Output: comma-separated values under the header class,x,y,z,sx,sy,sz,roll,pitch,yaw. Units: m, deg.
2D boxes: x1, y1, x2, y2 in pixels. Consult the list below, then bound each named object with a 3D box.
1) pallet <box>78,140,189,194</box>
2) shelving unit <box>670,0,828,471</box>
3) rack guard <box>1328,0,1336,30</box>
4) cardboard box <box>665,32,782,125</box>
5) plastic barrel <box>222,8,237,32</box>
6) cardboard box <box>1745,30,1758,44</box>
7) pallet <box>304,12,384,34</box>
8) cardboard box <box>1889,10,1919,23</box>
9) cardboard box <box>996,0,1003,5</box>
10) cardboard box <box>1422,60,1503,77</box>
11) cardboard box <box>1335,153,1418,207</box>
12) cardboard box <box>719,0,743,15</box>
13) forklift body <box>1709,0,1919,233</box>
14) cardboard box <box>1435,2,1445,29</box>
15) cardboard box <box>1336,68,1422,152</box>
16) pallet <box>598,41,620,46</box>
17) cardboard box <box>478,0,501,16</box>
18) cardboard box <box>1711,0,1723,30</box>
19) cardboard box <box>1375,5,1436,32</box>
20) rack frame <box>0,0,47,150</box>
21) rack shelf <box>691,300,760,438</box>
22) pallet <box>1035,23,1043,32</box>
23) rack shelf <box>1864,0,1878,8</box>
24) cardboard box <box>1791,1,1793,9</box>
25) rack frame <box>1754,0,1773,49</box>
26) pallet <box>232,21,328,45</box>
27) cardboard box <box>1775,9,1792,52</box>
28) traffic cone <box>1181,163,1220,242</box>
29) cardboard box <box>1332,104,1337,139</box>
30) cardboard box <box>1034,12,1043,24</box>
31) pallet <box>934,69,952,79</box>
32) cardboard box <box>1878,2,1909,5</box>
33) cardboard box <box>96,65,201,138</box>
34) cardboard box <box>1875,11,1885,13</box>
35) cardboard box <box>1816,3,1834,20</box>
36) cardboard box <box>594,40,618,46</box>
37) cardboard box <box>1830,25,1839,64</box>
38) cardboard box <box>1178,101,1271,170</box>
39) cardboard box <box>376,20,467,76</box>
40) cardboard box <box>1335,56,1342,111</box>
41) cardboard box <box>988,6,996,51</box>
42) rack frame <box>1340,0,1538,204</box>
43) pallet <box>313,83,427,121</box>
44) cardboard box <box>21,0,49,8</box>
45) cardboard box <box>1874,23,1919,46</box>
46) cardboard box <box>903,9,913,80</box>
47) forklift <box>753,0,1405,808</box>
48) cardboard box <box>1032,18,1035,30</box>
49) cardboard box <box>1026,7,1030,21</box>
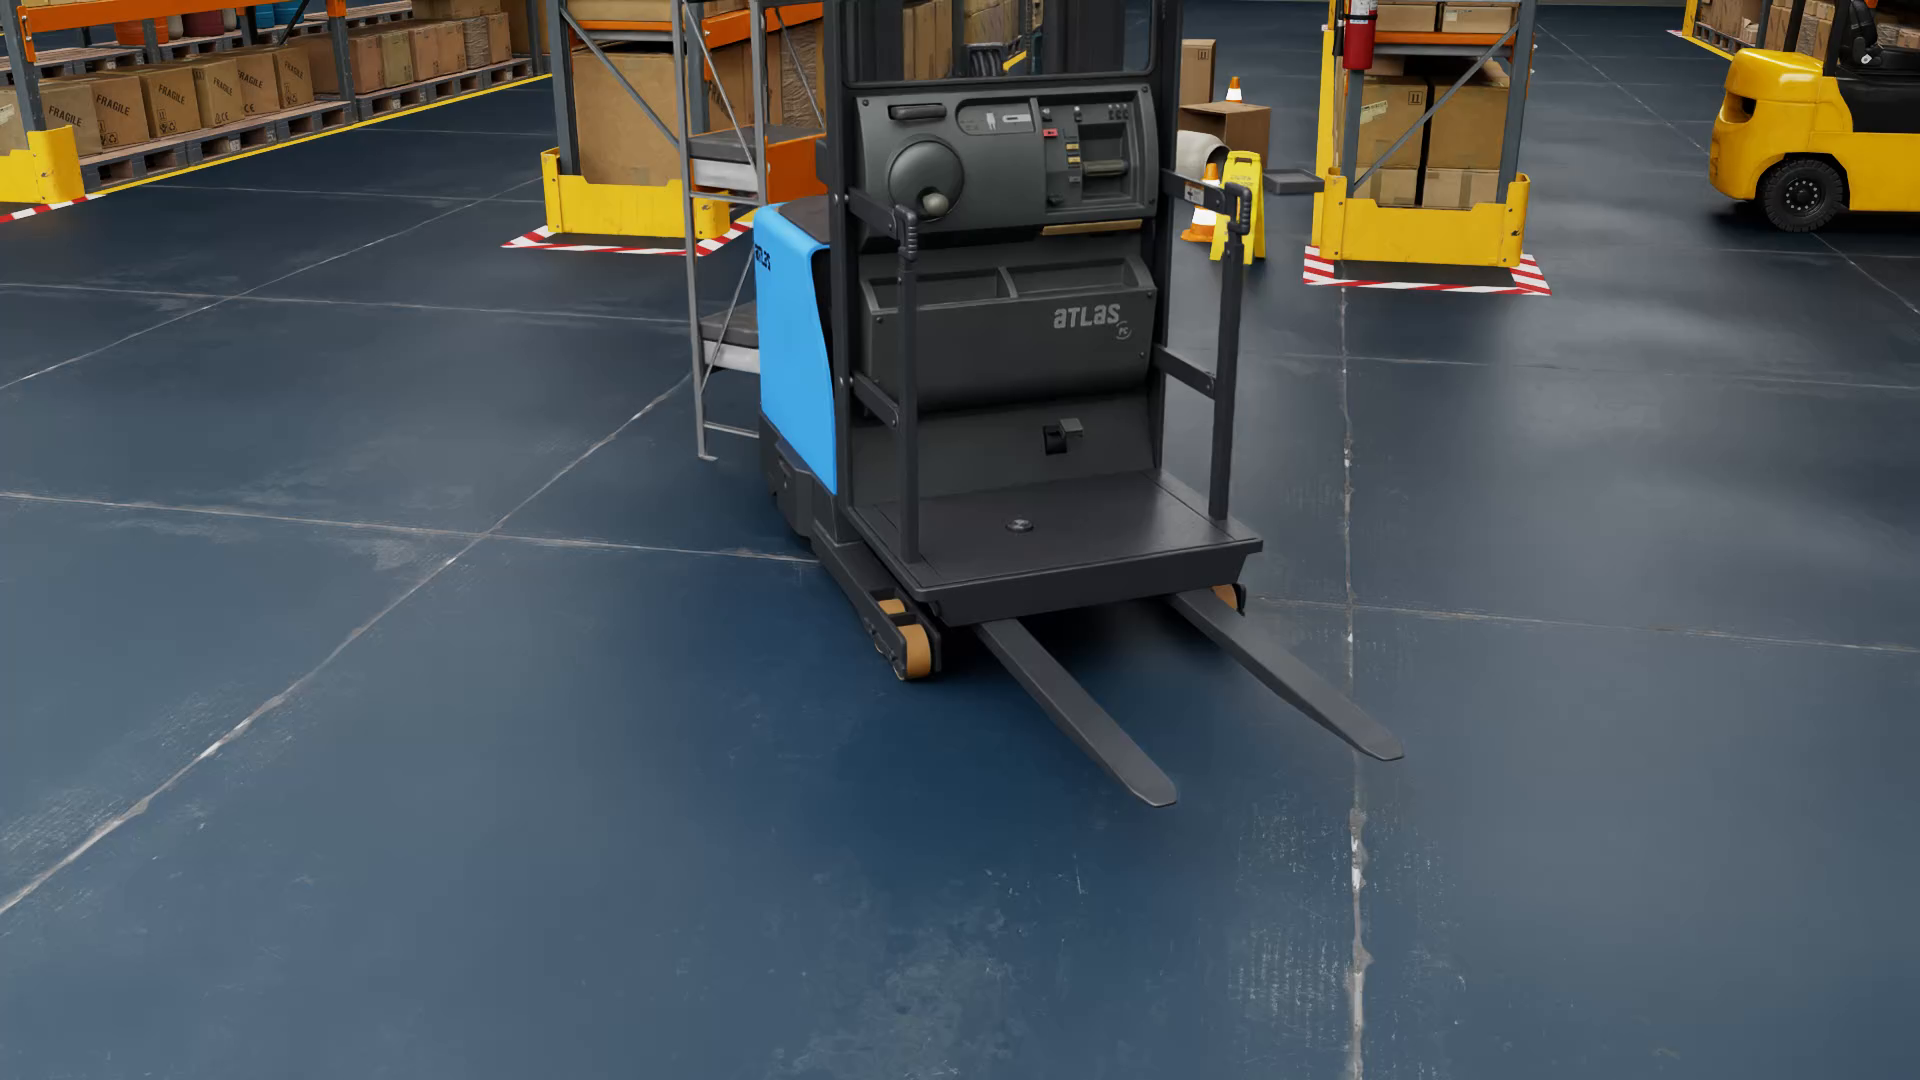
class,x,y,z,sx,sy,sz,roll,pitch,yaw
pallet,-6.714,-2.870,12.698,1.003,0.211,1.213,4,22,11
shelving unit,-0.746,-1.345,6.383,0.431,2.100,0.503,13,25,30
rack guard,6.041,-7.787,24.519,1.175,0.500,0.348,4,22,11
cardboard box,-1.844,-3.211,12.092,0.875,0.875,0.875,4,22,10
plastic barrel,-9.805,-6.992,21.968,0.421,0.512,0.421,0,22,0
cardboard box,9.906,-6.196,20.477,0.380,0.149,0.250,4,22,9
pallet,-9.218,-7.586,24.407,1.003,0.211,1.213,4,22,11
cardboard box,9.728,-5.330,16.989,0.380,0.149,0.250,5,22,12
cardboard box,0.237,-6.525,19.820,0.500,0.250,0.500,3,22,9
cardboard box,3.424,-3.010,11.427,0.500,0.500,0.500,5,22,12
cardboard box,2.678,-2.330,10.743,0.500,0.250,0.500,4,22,11
cardboard box,-1.973,-3.838,11.167,0.875,0.550,0.550,4,22,11
forklift body,6.232,-3.148,10.791,2.313,2.155,1.214,4,22,11
cardboard box,3.081,-3.171,10.049,0.380,0.149,0.250,5,22,12
cardboard box,2.783,-2.857,11.047,0.500,0.500,0.500,5,23,13
pallet,-4.812,-6.201,20.968,1.003,0.211,1.213,4,22,11
cardboard box,-5.405,-5.912,18.272,0.500,0.250,0.500,5,23,13
cardboard box,10.466,-7.070,22.176,0.700,0.500,0.500,5,23,13
cardboard box,2.638,-3.123,9.928,0.380,0.149,0.250,5,23,13
rack frame,-6.930,-3.841,11.377,1.000,3.000,0.127,4,22,11
rack shelf,-0.746,-0.683,6.650,0.431,0.518,0.480,13,25,30
pallet,0.703,-7.217,23.492,1.003,0.211,1.213,4,22,11
rack shelf,8.856,-4.570,14.148,1.077,0.370,4.000,4,22,11
cardboard box,9.724,-6.121,18.952,0.380,0.149,0.250,3,22,8
rack frame,10.080,-7.098,19.462,1.000,3.000,0.127,4,22,11
pallet,-9.529,-7.035,23.039,1.003,0.211,1.213,4,22,11
cardboard box,9.662,-5.778,18.968,0.500,0.500,0.500,4,22,10
traffic cone,1.596,-2.165,10.609,0.336,0.463,0.334,4,22,11
cardboard box,3.203,-3.273,13.084,0.500,0.250,0.500,3,22,8
cardboard box,0.967,-7.274,23.153,0.380,0.149,0.250,4,22,9
pallet,-0.697,-4.776,17.430,1.003,0.211,1.213,4,22,11
cardboard box,9.983,-5.710,17.933,0.380,0.149,0.250,4,22,9
cardboard box,-6.552,-3.553,13.443,0.500,0.500,0.500,7,23,16
cardboard box,9.142,-5.273,16.847,0.380,0.149,0.250,3,22,8
cardboard box,9.415,-5.654,17.792,0.380,0.149,0.250,3,22,8
cardboard box,-4.947,-6.553,20.391,1.225,0.875,0.875,5,22,11
cardboard box,9.252,-5.023,17.095,0.500,0.500,0.500,4,22,10
cardboard box,2.037,-3.102,12.884,0.500,0.500,0.500,-16,27,-35
cardboard box,-5.624,-5.154,17.392,0.700,0.500,0.500,6,23,15
cardboard box,3.203,-3.621,12.944,0.500,0.500,0.500,6,23,13
cardboard box,0.131,-5.999,19.517,0.500,0.500,0.500,4,22,10
rack frame,2.771,-3.086,9.501,1.000,3.000,0.127,4,22,11
pallet,-5.957,-4.296,16.237,1.003,0.211,1.213,4,22,11
cardboard box,-6.639,-3.811,11.637,0.380,0.149,0.250,4,22,11
cardboard box,9.123,-4.501,15.631,0.875,0.625,0.625,5,23,13
cardboard box,-1.040,-4.627,15.776,1.050,0.750,0.750,4,22,11
forklift,0.228,-1.124,4.722,1.130,2.935,3.031,-8,23,-19
cardboard box,0.797,-6.893,22.209,0.380,0.149,0.250,5,22,13
cardboard box,0.741,-6.934,21.910,0.380,0.149,0.250,5,23,13
